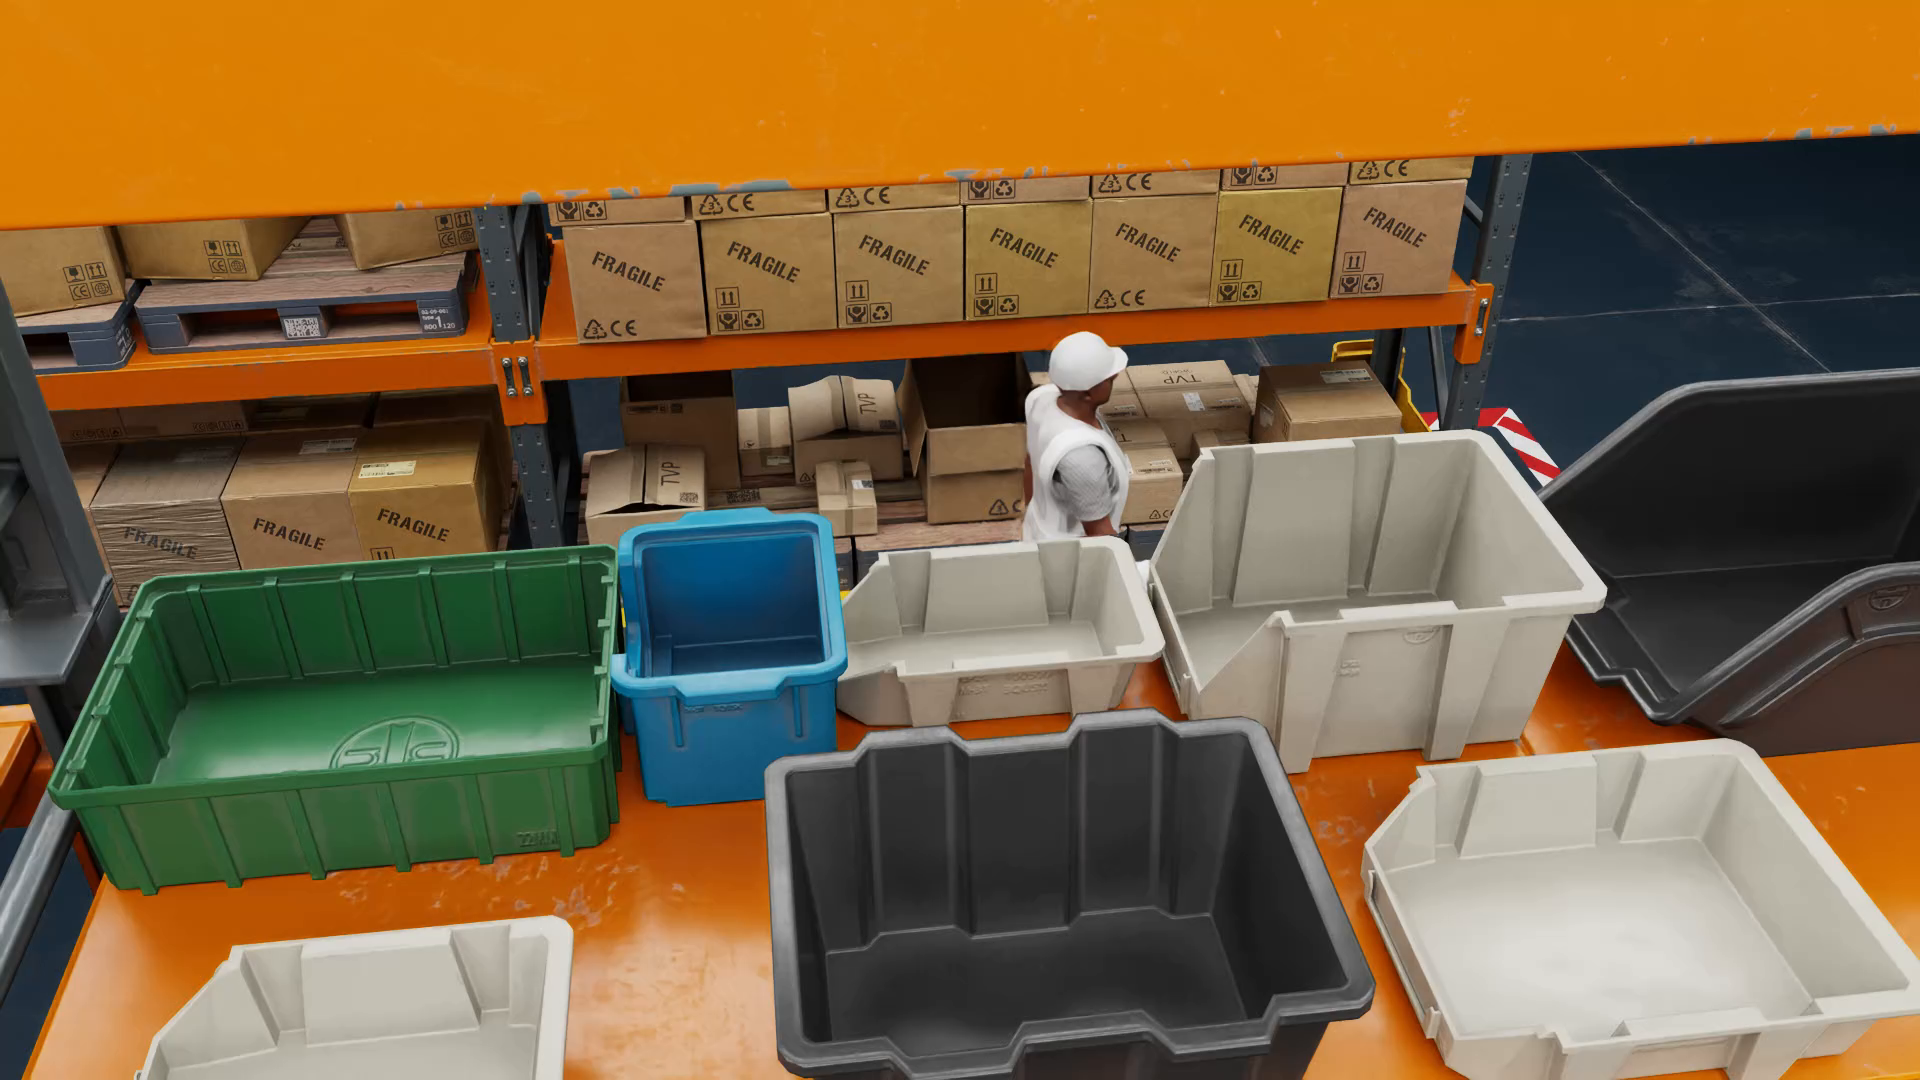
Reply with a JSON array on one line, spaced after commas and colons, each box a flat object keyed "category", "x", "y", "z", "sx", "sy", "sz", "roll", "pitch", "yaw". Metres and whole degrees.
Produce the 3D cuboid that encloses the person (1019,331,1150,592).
[{"category": "person", "x": 0.506, "y": 0.030, "z": 6.057, "sx": 0.924, "sy": 1.759, "sz": 0.566, "roll": -3, "pitch": 35, "yaw": -5}]
